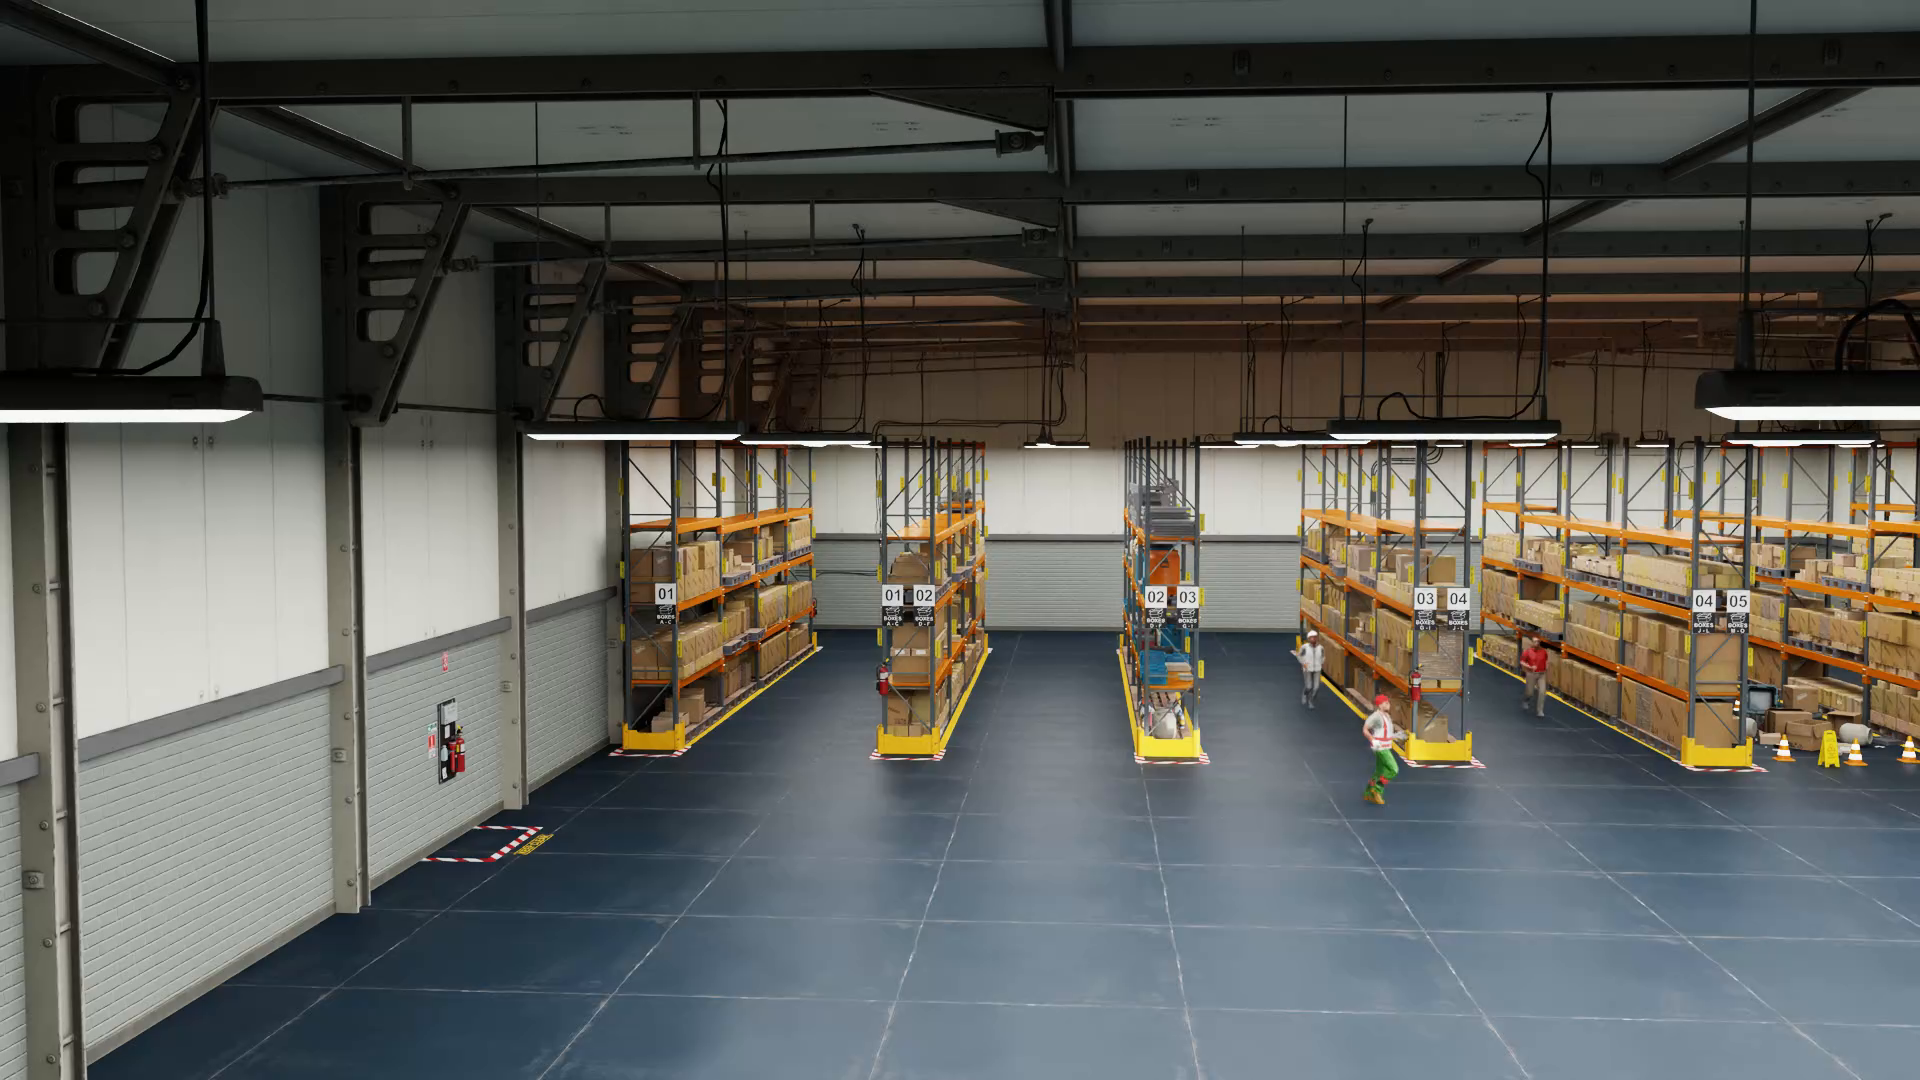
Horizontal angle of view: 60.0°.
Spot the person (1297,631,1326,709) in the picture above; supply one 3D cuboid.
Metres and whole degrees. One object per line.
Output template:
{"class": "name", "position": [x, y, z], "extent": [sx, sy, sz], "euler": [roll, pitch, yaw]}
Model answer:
{"class": "person", "position": [7.833, 2.853, 36.930], "extent": [0.646, 1.670, 0.532], "euler": [0, 3, -4]}

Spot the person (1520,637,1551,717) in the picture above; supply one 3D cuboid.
{"class": "person", "position": [12.459, 2.949, 35.998], "extent": [0.675, 1.689, 0.834], "euler": [0, 3, -1]}

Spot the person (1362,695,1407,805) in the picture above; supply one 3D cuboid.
{"class": "person", "position": [6.868, 3.391, 26.927], "extent": [0.670, 1.768, 0.634], "euler": [2, 4, 30]}
